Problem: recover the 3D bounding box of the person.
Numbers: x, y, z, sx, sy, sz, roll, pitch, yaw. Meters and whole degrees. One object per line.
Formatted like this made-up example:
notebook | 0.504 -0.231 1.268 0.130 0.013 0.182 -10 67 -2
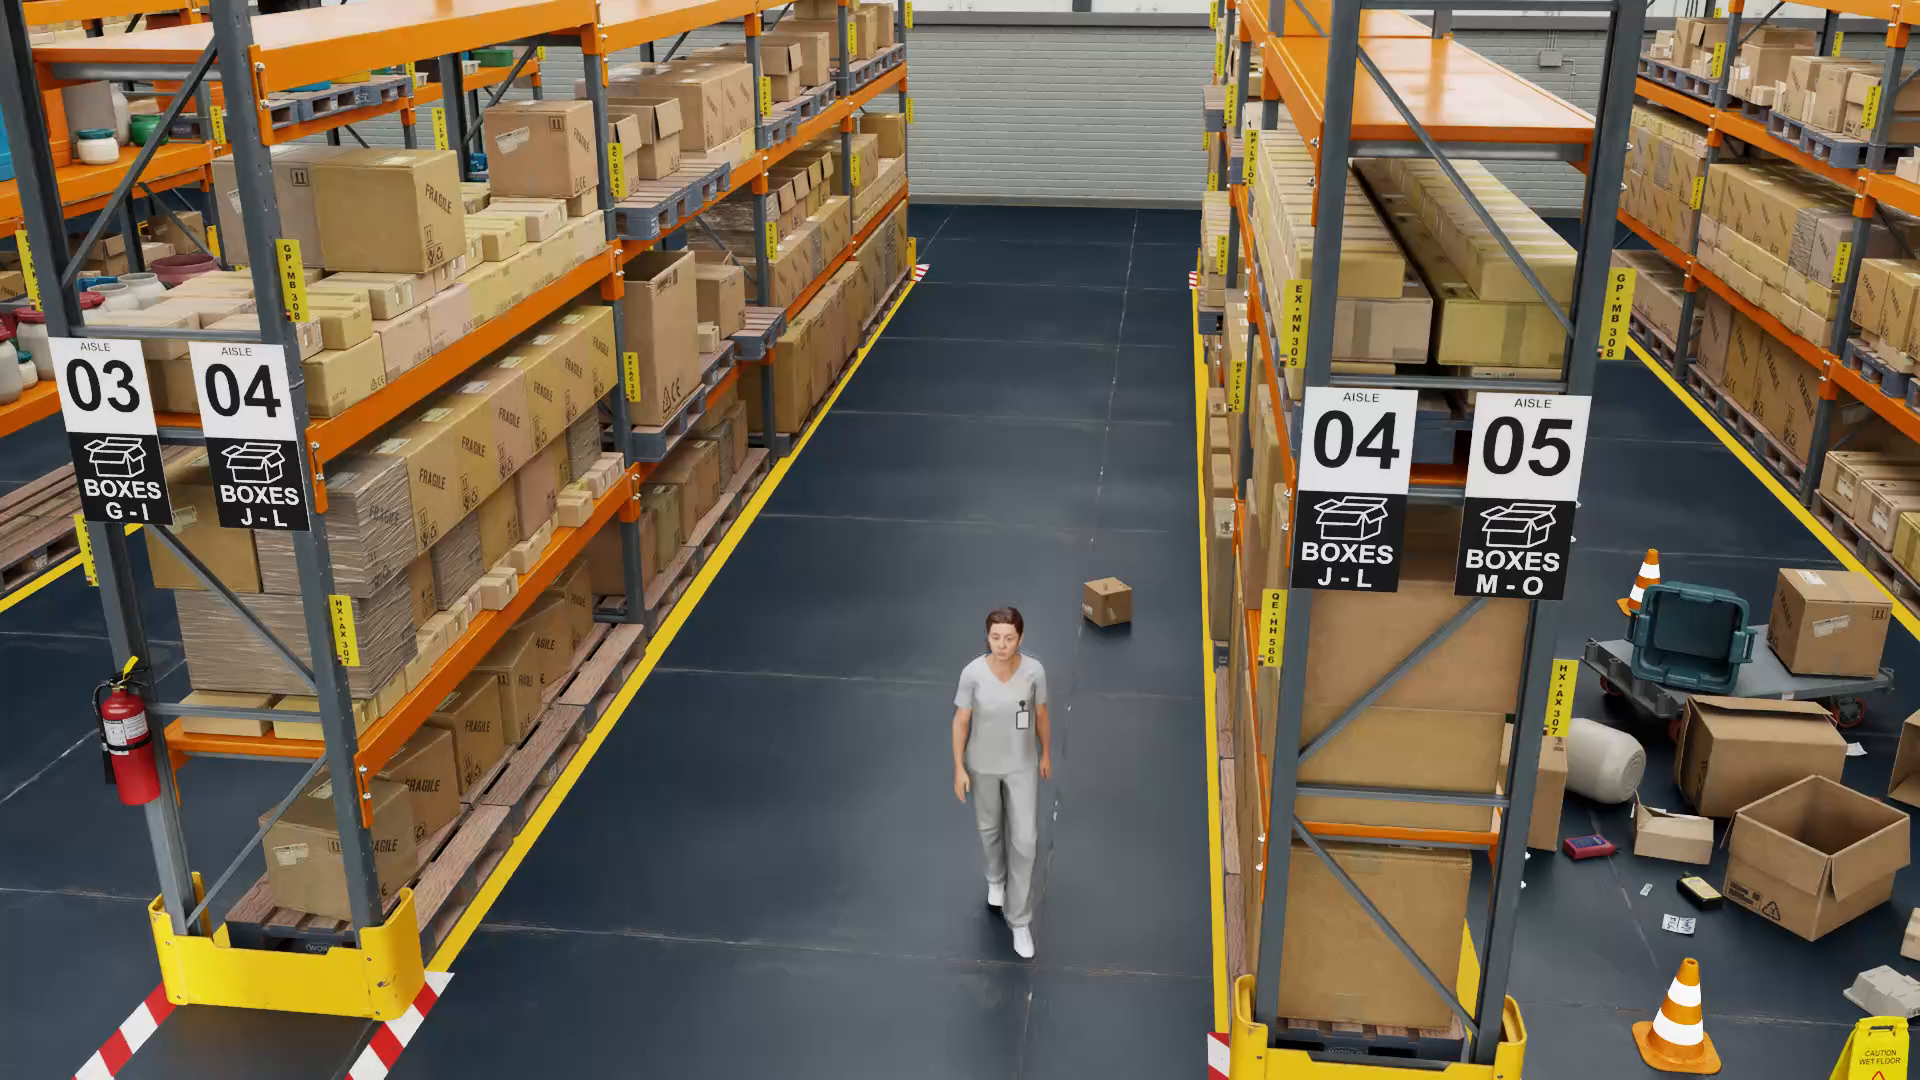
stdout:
person | 0.207 1.156 8.148 0.487 1.719 0.666 1 21 3
